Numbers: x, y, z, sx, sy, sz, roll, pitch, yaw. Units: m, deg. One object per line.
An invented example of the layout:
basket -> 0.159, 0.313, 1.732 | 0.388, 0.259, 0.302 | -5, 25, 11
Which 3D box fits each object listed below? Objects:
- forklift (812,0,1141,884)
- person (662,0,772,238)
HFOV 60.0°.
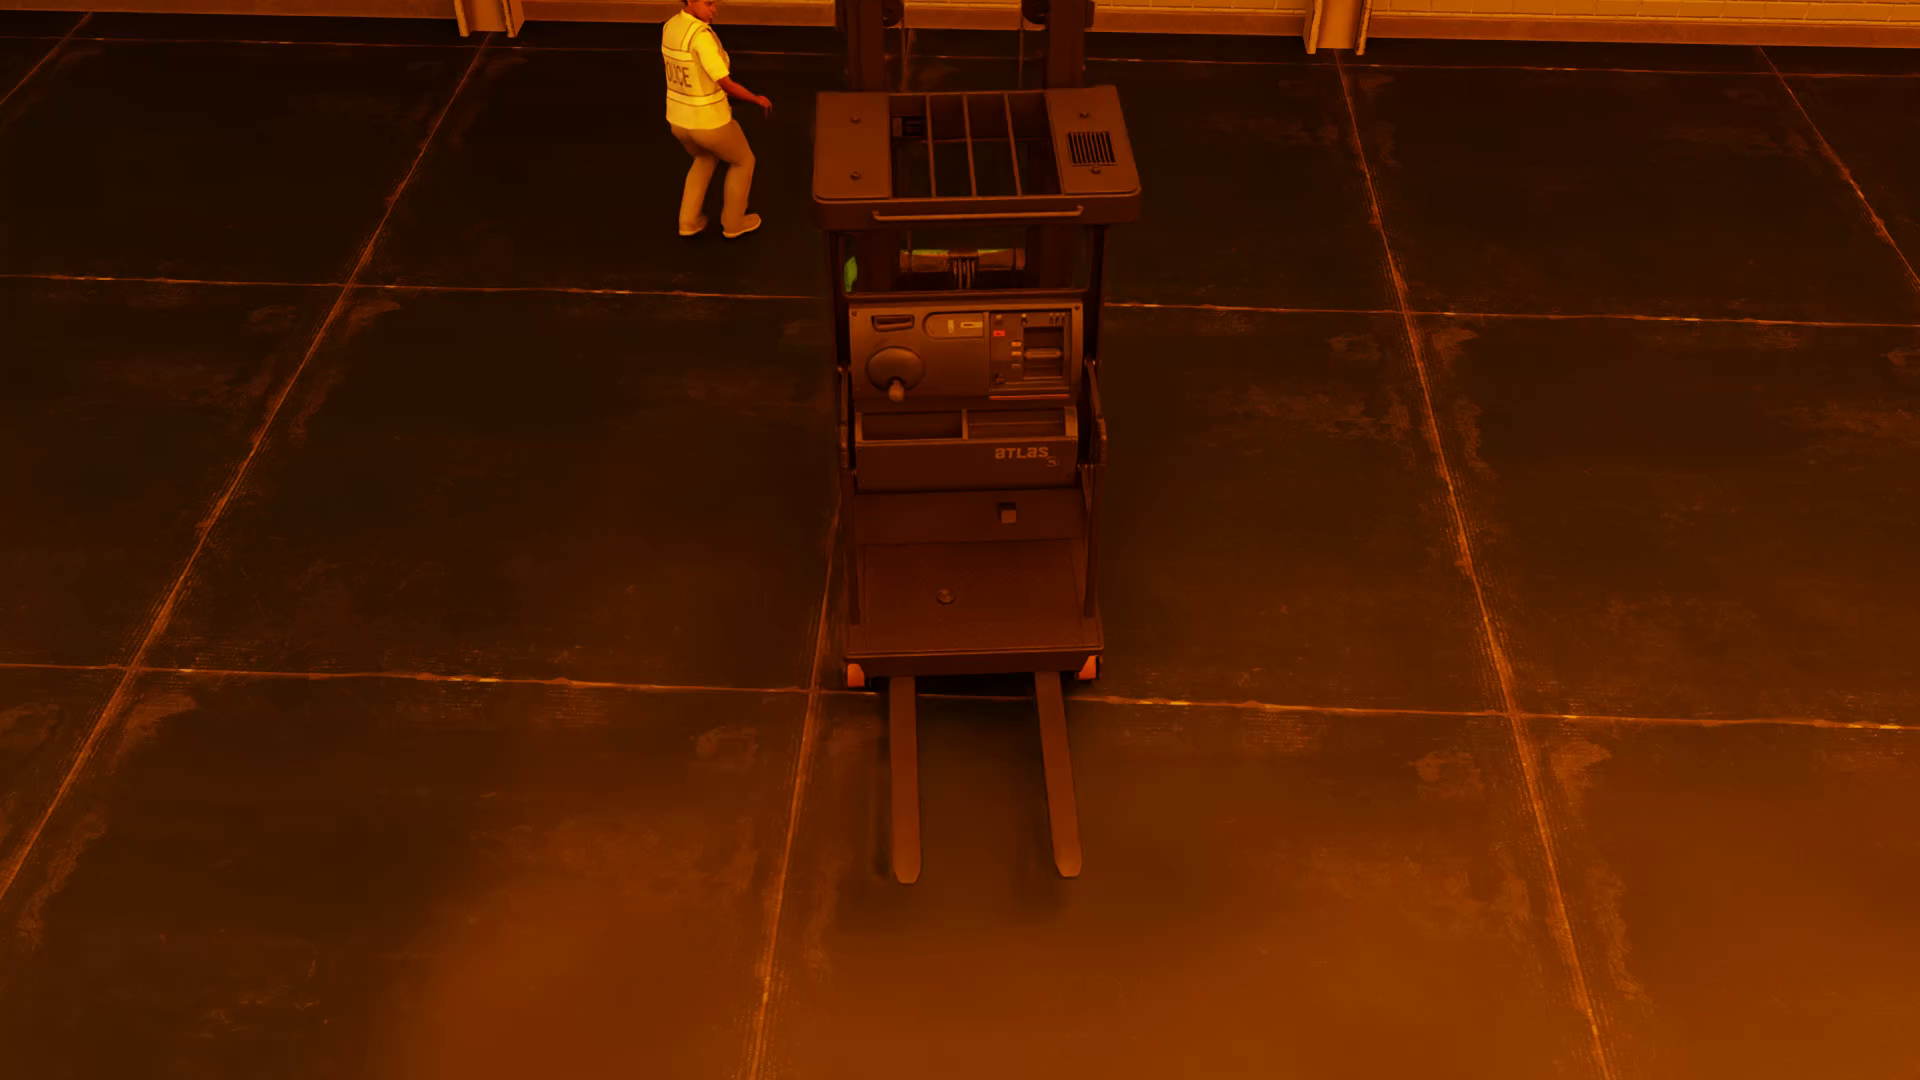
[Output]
forklift -> 0.037, -0.670, 6.476 | 1.130, 2.935, 3.031 | -2, 42, -2
person -> -1.383, -2.440, 9.428 | 0.695, 1.626, 0.642 | 29, 50, 28
